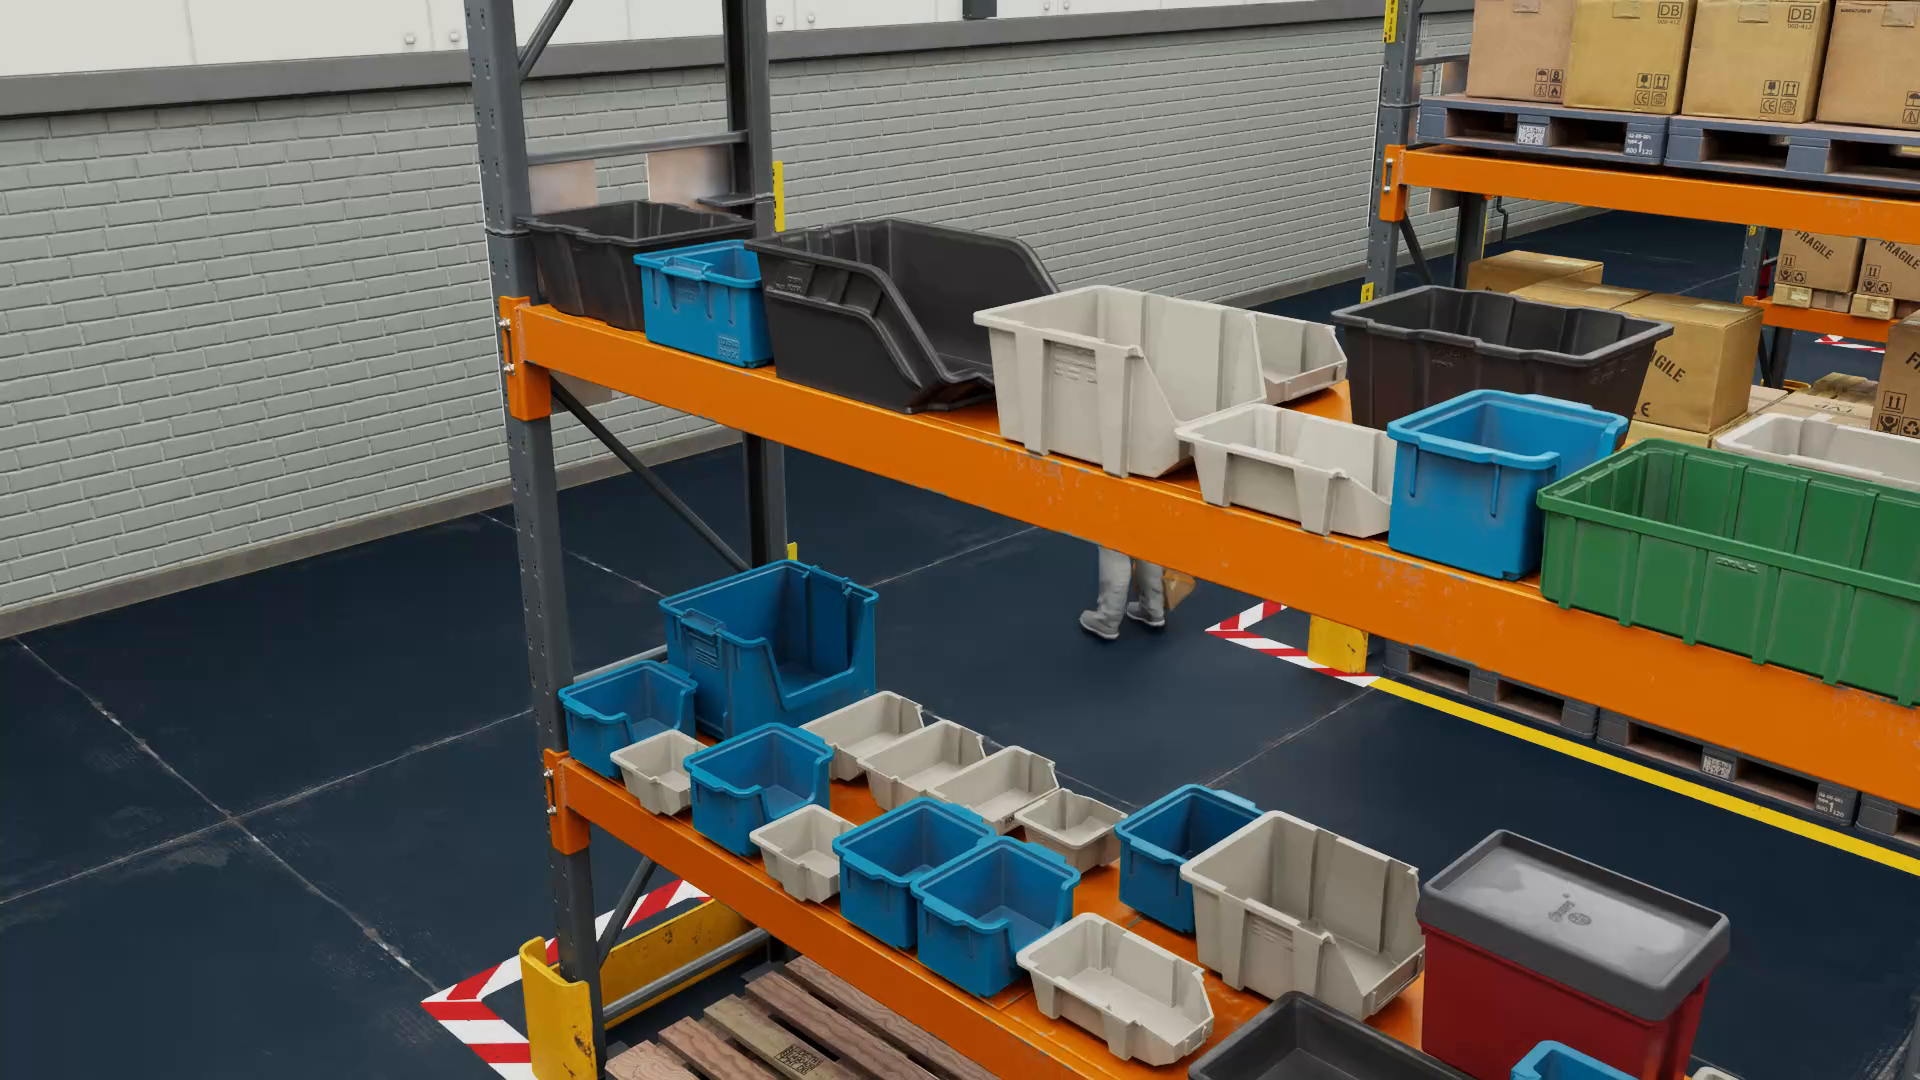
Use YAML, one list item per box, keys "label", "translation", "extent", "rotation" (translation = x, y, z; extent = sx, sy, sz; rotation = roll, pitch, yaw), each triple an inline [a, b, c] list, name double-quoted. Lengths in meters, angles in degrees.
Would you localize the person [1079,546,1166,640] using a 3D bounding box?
- label: "person"
  translation: [0.957, -0.311, 9.323]
  extent: [0.503, 1.771, 0.579]
  rotation: [13, 24, 31]
